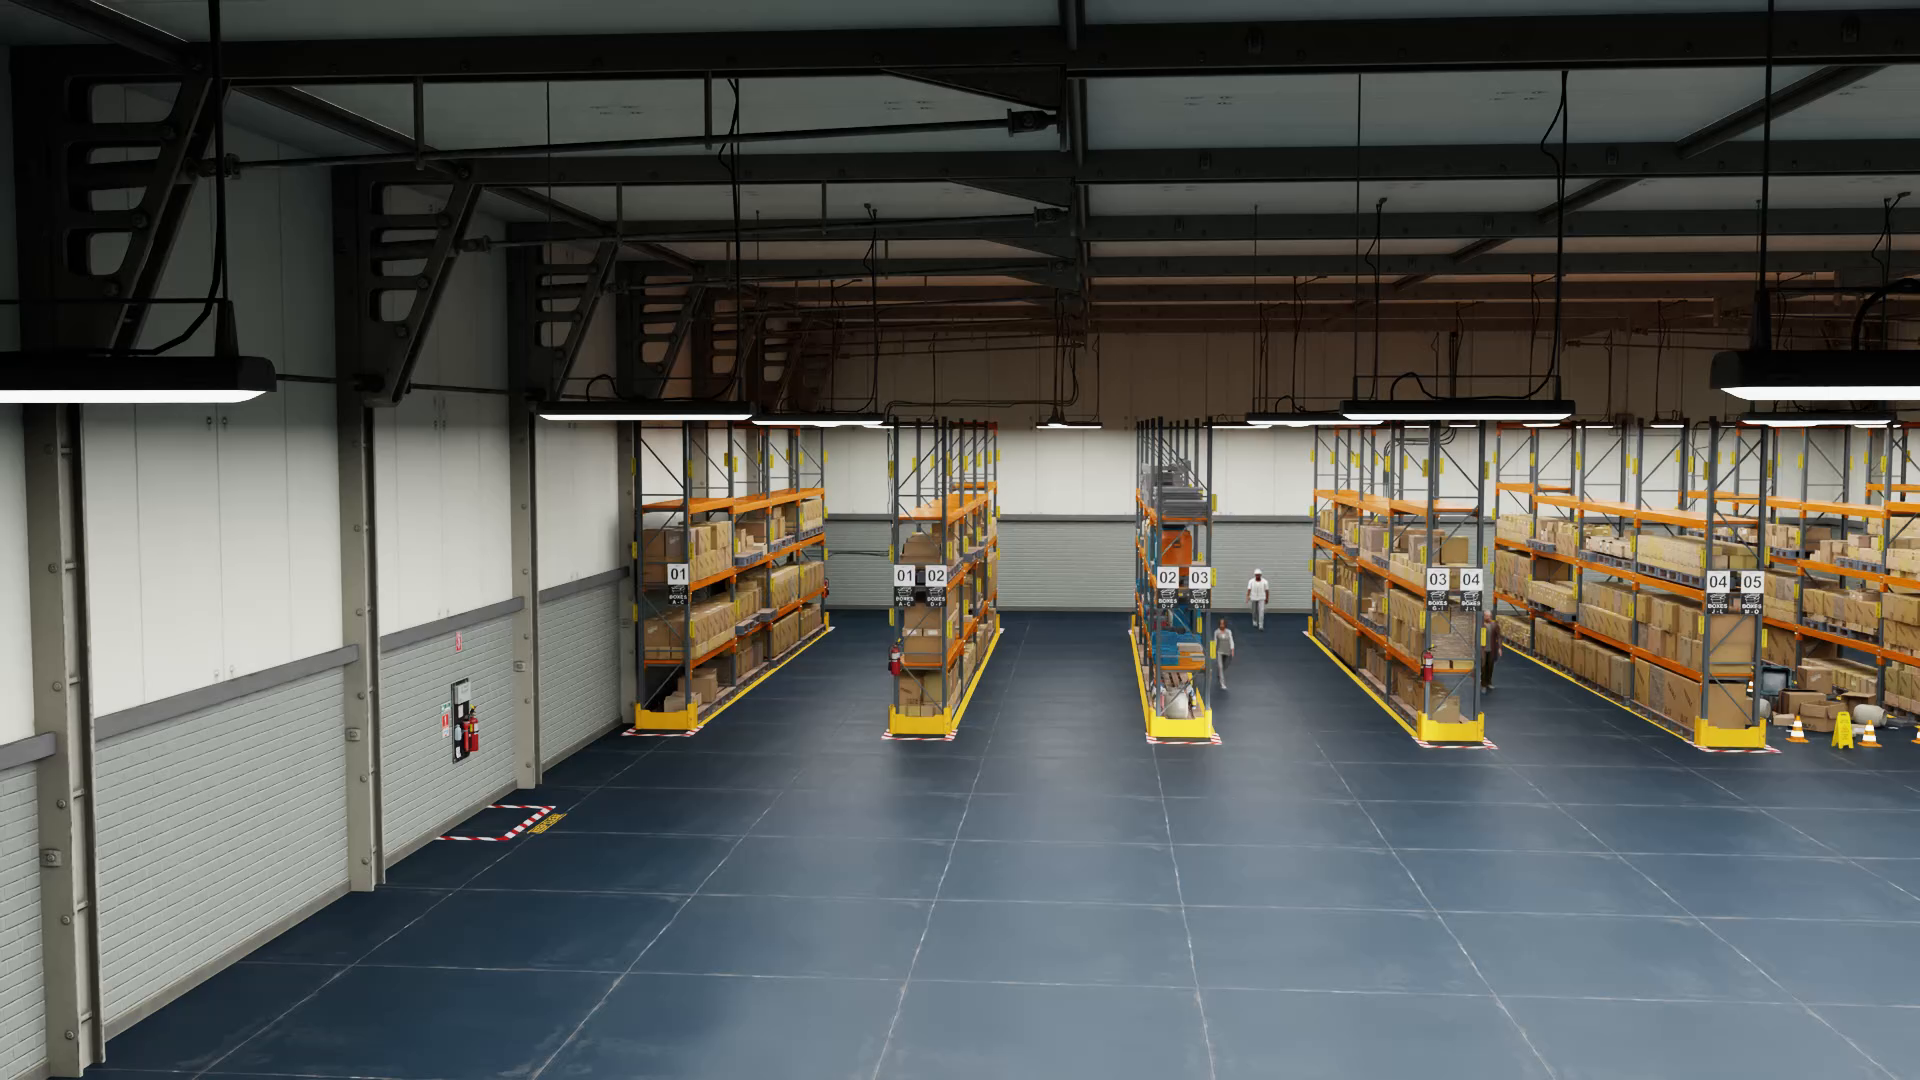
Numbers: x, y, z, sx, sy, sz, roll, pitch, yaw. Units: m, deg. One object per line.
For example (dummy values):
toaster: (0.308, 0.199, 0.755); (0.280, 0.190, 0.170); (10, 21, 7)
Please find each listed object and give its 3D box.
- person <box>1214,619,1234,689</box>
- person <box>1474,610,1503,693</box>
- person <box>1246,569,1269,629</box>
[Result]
person: (5.853, 2.525, 36.884); (0.436, 1.531, 0.947); (0, 4, -2)
person: (11.624, 2.466, 36.676); (0.645, 1.848, 0.619); (0, 4, 6)
person: (8.633, 1.703, 48.205); (0.658, 1.703, 1.077); (0, 4, 8)
